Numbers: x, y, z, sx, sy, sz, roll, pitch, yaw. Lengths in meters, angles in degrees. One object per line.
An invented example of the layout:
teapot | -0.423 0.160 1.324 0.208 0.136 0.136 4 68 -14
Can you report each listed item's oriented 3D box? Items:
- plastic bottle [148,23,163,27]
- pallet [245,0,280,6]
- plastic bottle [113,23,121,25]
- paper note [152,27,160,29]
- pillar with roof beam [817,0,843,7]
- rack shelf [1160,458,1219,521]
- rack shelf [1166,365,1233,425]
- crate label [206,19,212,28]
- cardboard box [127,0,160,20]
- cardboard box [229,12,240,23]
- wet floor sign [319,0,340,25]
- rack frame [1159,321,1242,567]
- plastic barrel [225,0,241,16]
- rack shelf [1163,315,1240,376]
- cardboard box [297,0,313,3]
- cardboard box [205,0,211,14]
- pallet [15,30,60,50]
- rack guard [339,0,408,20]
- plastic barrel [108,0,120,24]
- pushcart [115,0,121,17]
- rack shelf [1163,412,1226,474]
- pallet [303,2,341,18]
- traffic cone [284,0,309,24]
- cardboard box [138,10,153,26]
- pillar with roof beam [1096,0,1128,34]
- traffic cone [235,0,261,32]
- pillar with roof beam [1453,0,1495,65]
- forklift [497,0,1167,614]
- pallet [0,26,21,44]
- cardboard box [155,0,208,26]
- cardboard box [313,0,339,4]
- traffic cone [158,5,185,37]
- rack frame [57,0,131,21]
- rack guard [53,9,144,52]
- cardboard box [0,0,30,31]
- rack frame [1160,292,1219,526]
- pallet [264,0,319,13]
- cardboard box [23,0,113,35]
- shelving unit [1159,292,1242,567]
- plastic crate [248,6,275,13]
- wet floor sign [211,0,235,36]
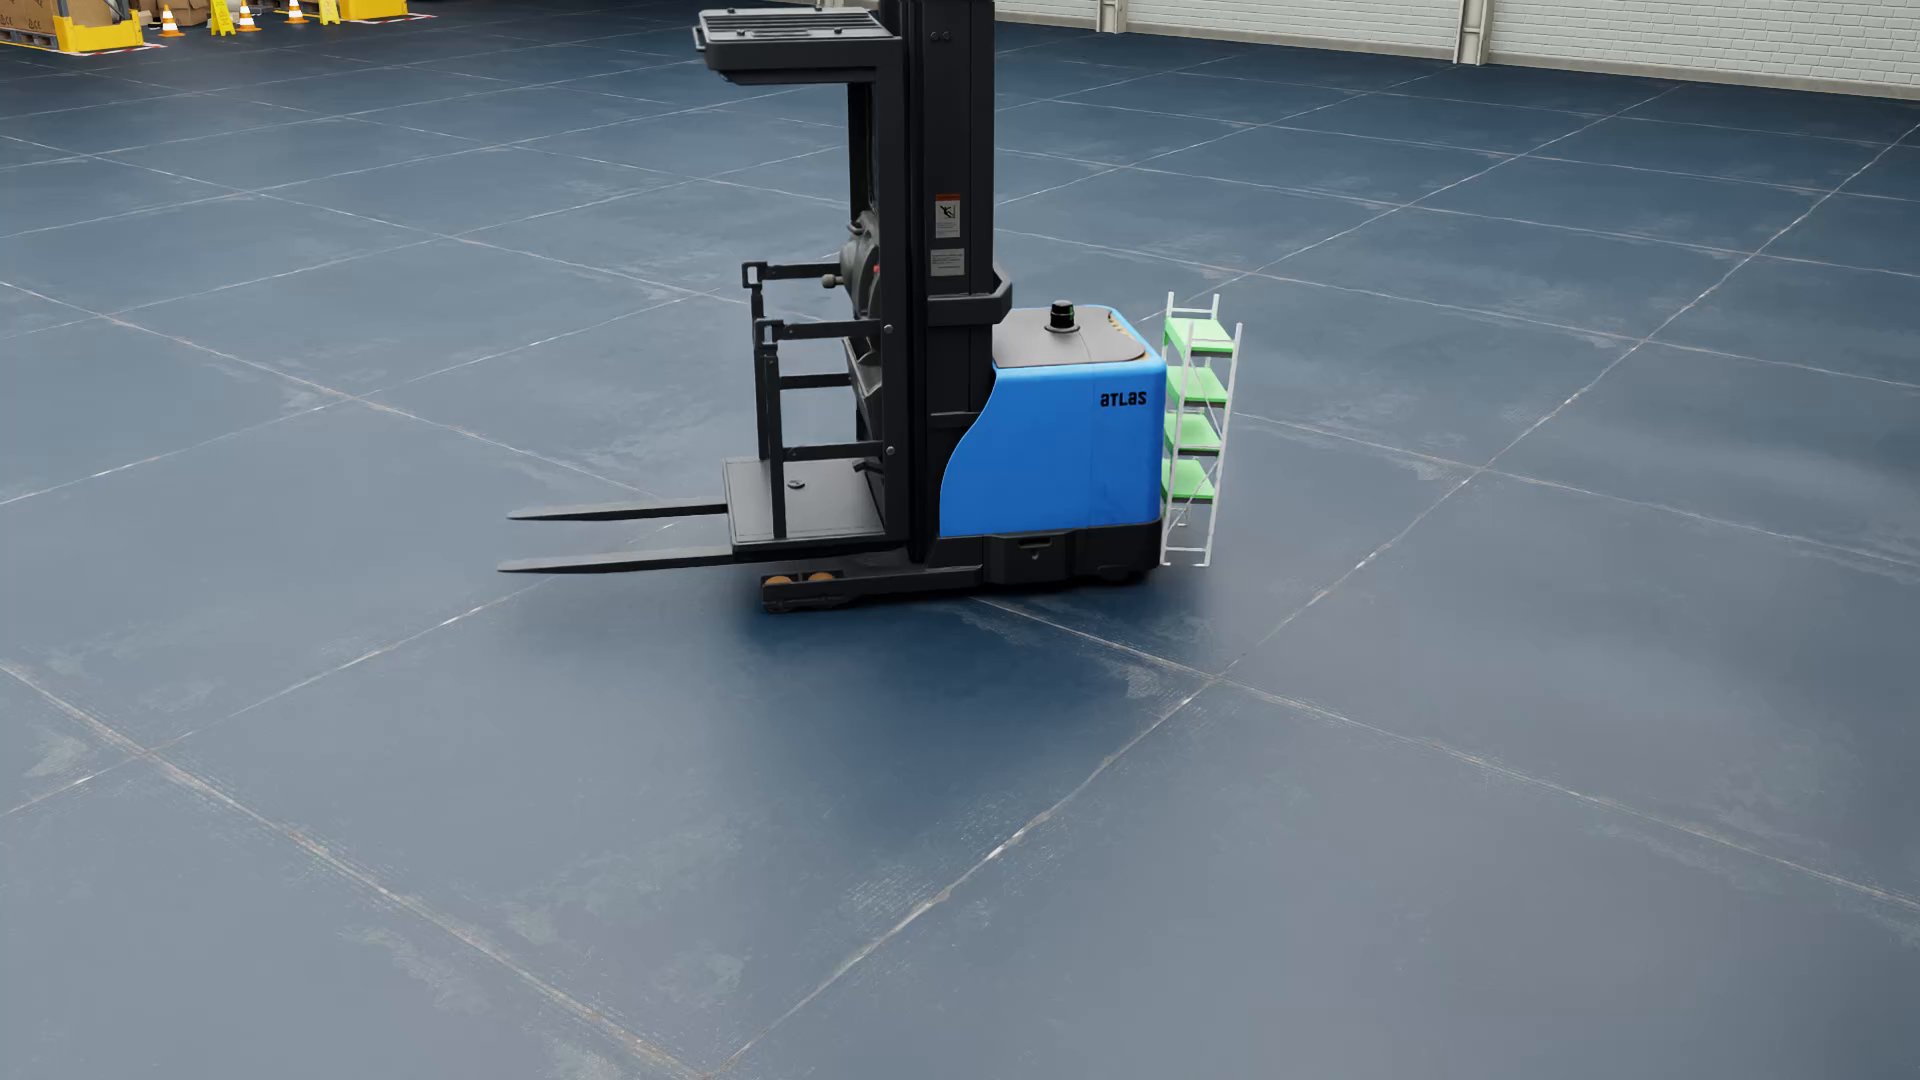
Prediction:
plastic bottle | -13.344 -8.528 27.530 0.283 0.061 0.133 7 25 15
pallet | -12.747 -9.990 30.662 1.213 0.211 1.003 17 29 33
plastic bottle | -13.899 -8.475 27.409 0.133 0.061 0.283 7 25 15
paper note | -13.196 -8.386 27.247 0.144 0.017 0.142 -15 28 -30
pillar with roof beam | -4.928 -12.417 25.271 0.400 9.000 9.100 17 29 33
rack shelf | 1.073 -0.249 8.058 0.258 0.148 0.480 2 24 -5
rack shelf | 1.105 -0.688 7.866 0.258 0.148 0.480 2 24 -5
crate label | -12.282 -8.558 27.503 0.298 0.136 0.250 3 24 6
cardboard box | -13.782 -9.201 28.341 0.503 0.637 0.797 17 29 33
cardboard box | -12.364 -8.811 28.062 0.380 0.149 0.250 -10 26 -21
wet floor sign | -10.594 -8.982 27.834 0.267 0.644 0.232 -15 28 -30
rack frame | 1.110 -0.428 7.714 0.240 1.200 0.015 2 24 -5
plastic barrel | -12.665 -9.282 28.792 0.512 0.421 0.421 -5 24 -12
rack shelf | 1.121 -0.907 7.771 0.258 0.148 0.480 2 24 -5
cardboard box | -11.323 -9.620 29.254 0.500 0.250 0.500 17 29 33
cardboard box | -13.264 -9.577 29.362 0.500 0.500 0.500 -5 24 -12
pallet | -13.679 -7.721 25.511 1.213 0.211 1.003 17 29 33
rack guard | -10.166 -9.325 28.793 0.348 0.500 1.175 17 29 33
plastic barrel | -14.366 -8.838 27.783 0.512 0.421 0.421 -5 24 -12
pushcart | -14.633 -9.470 29.274 0.936 0.377 1.648 7 25 15
rack shelf | 1.089 -0.468 7.962 0.258 0.148 0.480 2 24 -5
pallet | -10.794 -9.400 29.323 1.213 0.211 1.003 17 29 33
traffic cone | -11.222 -8.977 28.050 0.334 0.463 0.336 17 29 33
cardboard box | -13.713 -8.723 27.719 0.396 0.266 0.258 -21 31 -39
pillar with roof beam | -0.127 -10.966 21.978 0.400 9.000 9.100 17 29 33
traffic cone | -11.616 -8.537 27.051 0.334 0.463 0.336 17 29 33
pillar with roof beam | 4.674 -9.515 18.685 0.400 9.000 9.100 17 29 33
forklift | -0.625 -1.240 7.430 3.031 2.935 1.130 -4 24 -9
pallet | -14.651 -8.016 26.181 1.213 0.211 1.003 17 29 33
cardboard box | -13.029 -8.916 27.861 0.637 0.503 0.797 -1 24 -3
cardboard box | -10.932 -9.498 28.977 0.500 0.250 0.500 17 29 33
traffic cone | -12.566 -8.254 26.410 0.334 0.463 0.336 17 29 33
rack frame | -12.993 -8.829 24.567 0.127 3.000 1.000 17 29 33
rack guard | -12.973 -7.679 25.058 0.348 0.500 1.175 17 29 33
cardboard box | -14.280 -8.403 25.716 0.875 0.875 0.875 16 29 32
rack frame | 1.075 -0.625 8.159 0.240 1.200 0.015 2 24 -5
pallet | -11.766 -9.695 29.993 1.213 0.211 1.003 17 29 33
cardboard box | -13.575 -8.191 25.235 0.875 0.875 0.875 17 29 34
shelving unit | 1.093 -0.527 7.937 0.258 1.200 0.503 2 24 -5
plastic crate | -12.541 -9.437 29.569 0.583 0.080 0.402 7 25 15
wet floor sign | -11.782 -8.383 26.476 0.232 0.644 0.267 12 26 24
